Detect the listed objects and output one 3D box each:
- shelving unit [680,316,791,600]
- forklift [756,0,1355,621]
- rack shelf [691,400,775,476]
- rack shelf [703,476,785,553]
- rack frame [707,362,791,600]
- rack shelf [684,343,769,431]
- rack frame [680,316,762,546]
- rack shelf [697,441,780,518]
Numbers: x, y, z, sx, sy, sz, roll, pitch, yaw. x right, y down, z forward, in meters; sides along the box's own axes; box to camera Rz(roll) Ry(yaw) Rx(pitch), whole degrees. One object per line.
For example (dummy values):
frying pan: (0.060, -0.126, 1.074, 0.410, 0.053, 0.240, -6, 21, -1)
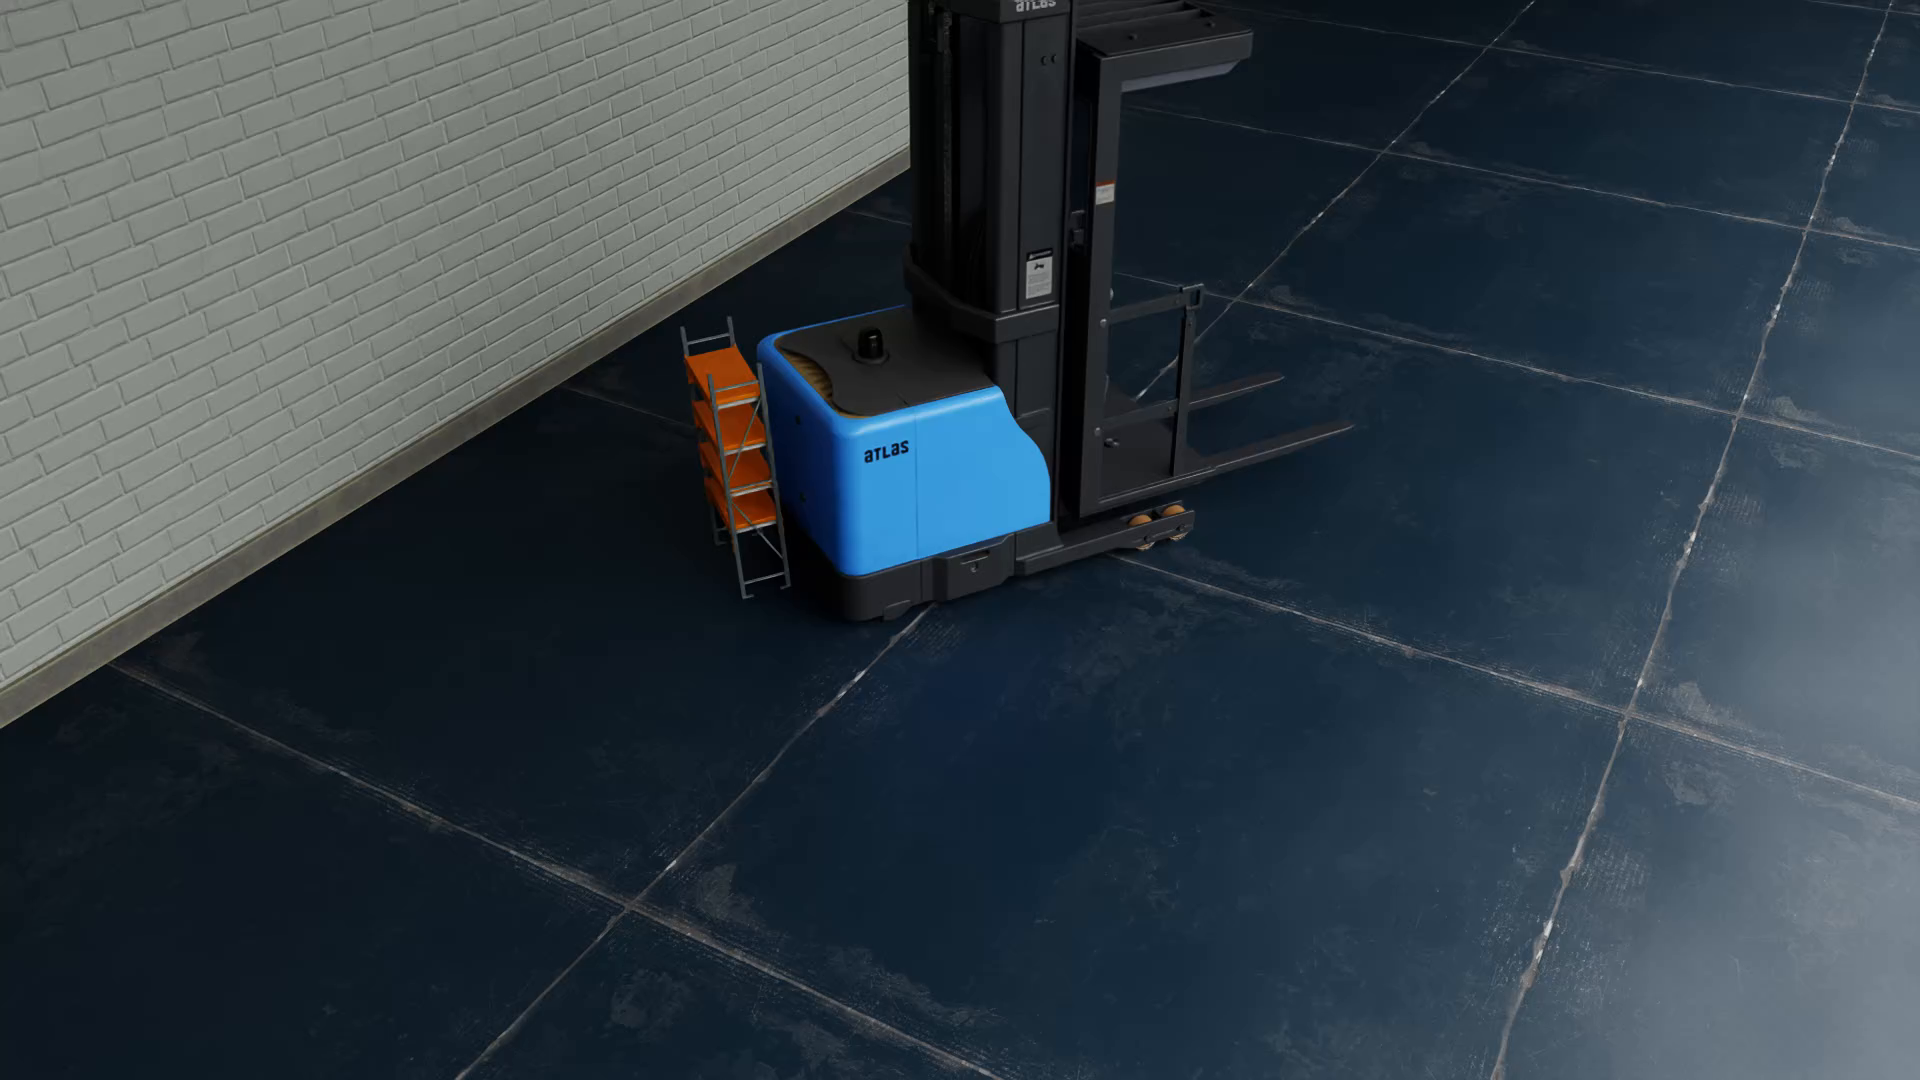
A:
shelving unit: (-1.036, -0.371, 7.713, 0.258, 1.200, 0.503, -15, 36, -16)
forklift: (0.586, -1.416, 7.732, 3.031, 2.935, 1.130, -16, 37, -23)
rack shelf: (-1.044, -0.500, 7.624, 0.258, 0.148, 0.480, -15, 36, -16)
rack shelf: (-1.023, -0.153, 7.864, 0.258, 0.148, 0.480, -15, 36, -16)
rack frame: (-0.946, -0.246, 7.524, 0.240, 1.200, 0.015, -15, 36, -16)
rack shelf: (-1.056, -0.694, 7.489, 0.258, 0.148, 0.480, -15, 36, -16)
rack frame: (-1.127, -0.497, 7.901, 0.240, 1.200, 0.015, -15, 36, -16)
rack shelf: (-1.033, -0.316, 7.751, 0.258, 0.148, 0.480, -15, 36, -16)
